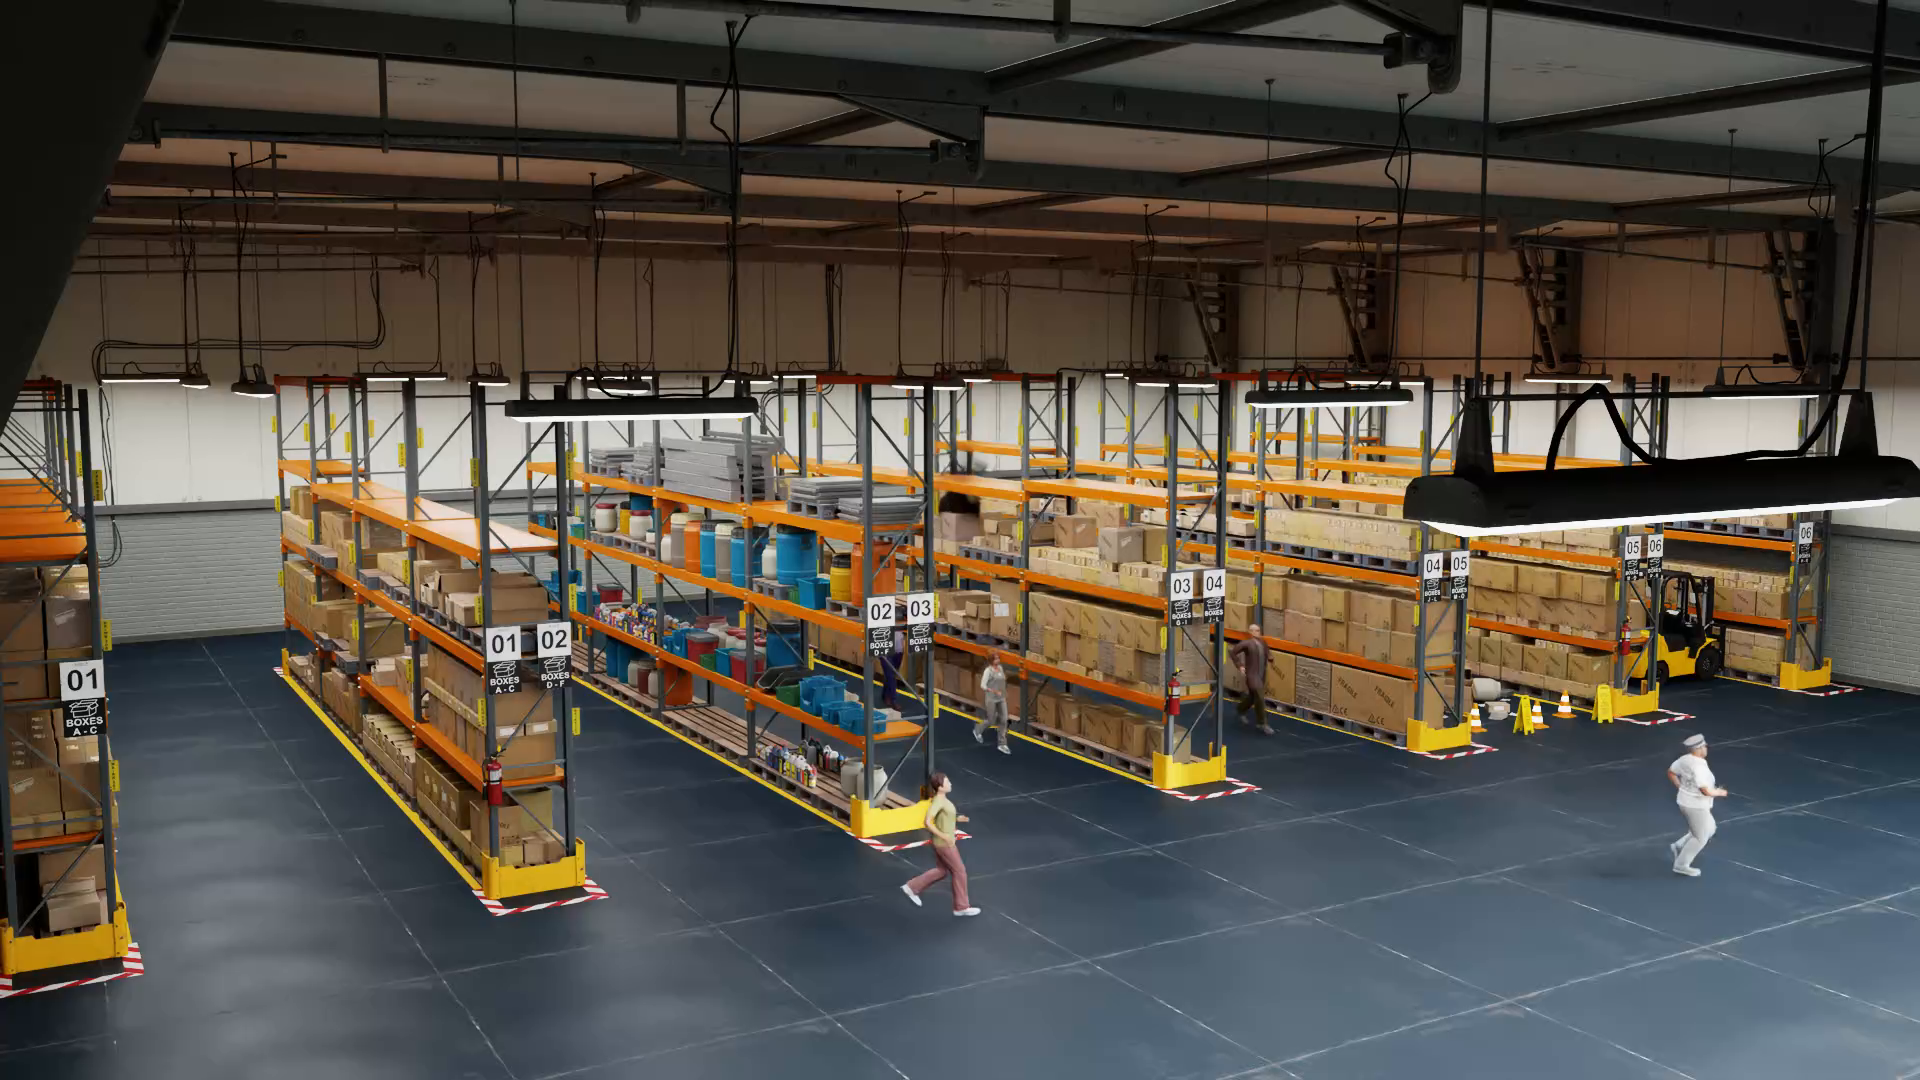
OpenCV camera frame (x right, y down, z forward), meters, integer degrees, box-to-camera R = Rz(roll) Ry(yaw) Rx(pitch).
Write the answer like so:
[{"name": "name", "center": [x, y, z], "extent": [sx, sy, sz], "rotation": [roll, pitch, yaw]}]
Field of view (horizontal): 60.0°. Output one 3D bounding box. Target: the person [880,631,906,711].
[{"name": "person", "center": [-1.189, 2.090, 28.689], "extent": [0.617, 1.694, 0.801], "rotation": [-5, 8, -37]}]

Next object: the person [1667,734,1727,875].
[{"name": "person", "center": [9.068, 3.237, 20.383], "extent": [0.602, 1.738, 0.652], "rotation": [0, 6, 3]}]

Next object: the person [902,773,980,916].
[{"name": "person", "center": [-0.214, 3.446, 18.852], "extent": [0.894, 1.643, 0.589], "rotation": [0, 6, -2]}]

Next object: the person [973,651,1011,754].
[{"name": "person", "center": [0.531, 2.567, 26.437], "extent": [0.538, 1.572, 0.808], "rotation": [-6, 8, -41]}]

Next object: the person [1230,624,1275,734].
[{"name": "person", "center": [5.009, 2.350, 28.277], "extent": [0.690, 1.753, 1.008], "rotation": [-5, 8, -40]}]
